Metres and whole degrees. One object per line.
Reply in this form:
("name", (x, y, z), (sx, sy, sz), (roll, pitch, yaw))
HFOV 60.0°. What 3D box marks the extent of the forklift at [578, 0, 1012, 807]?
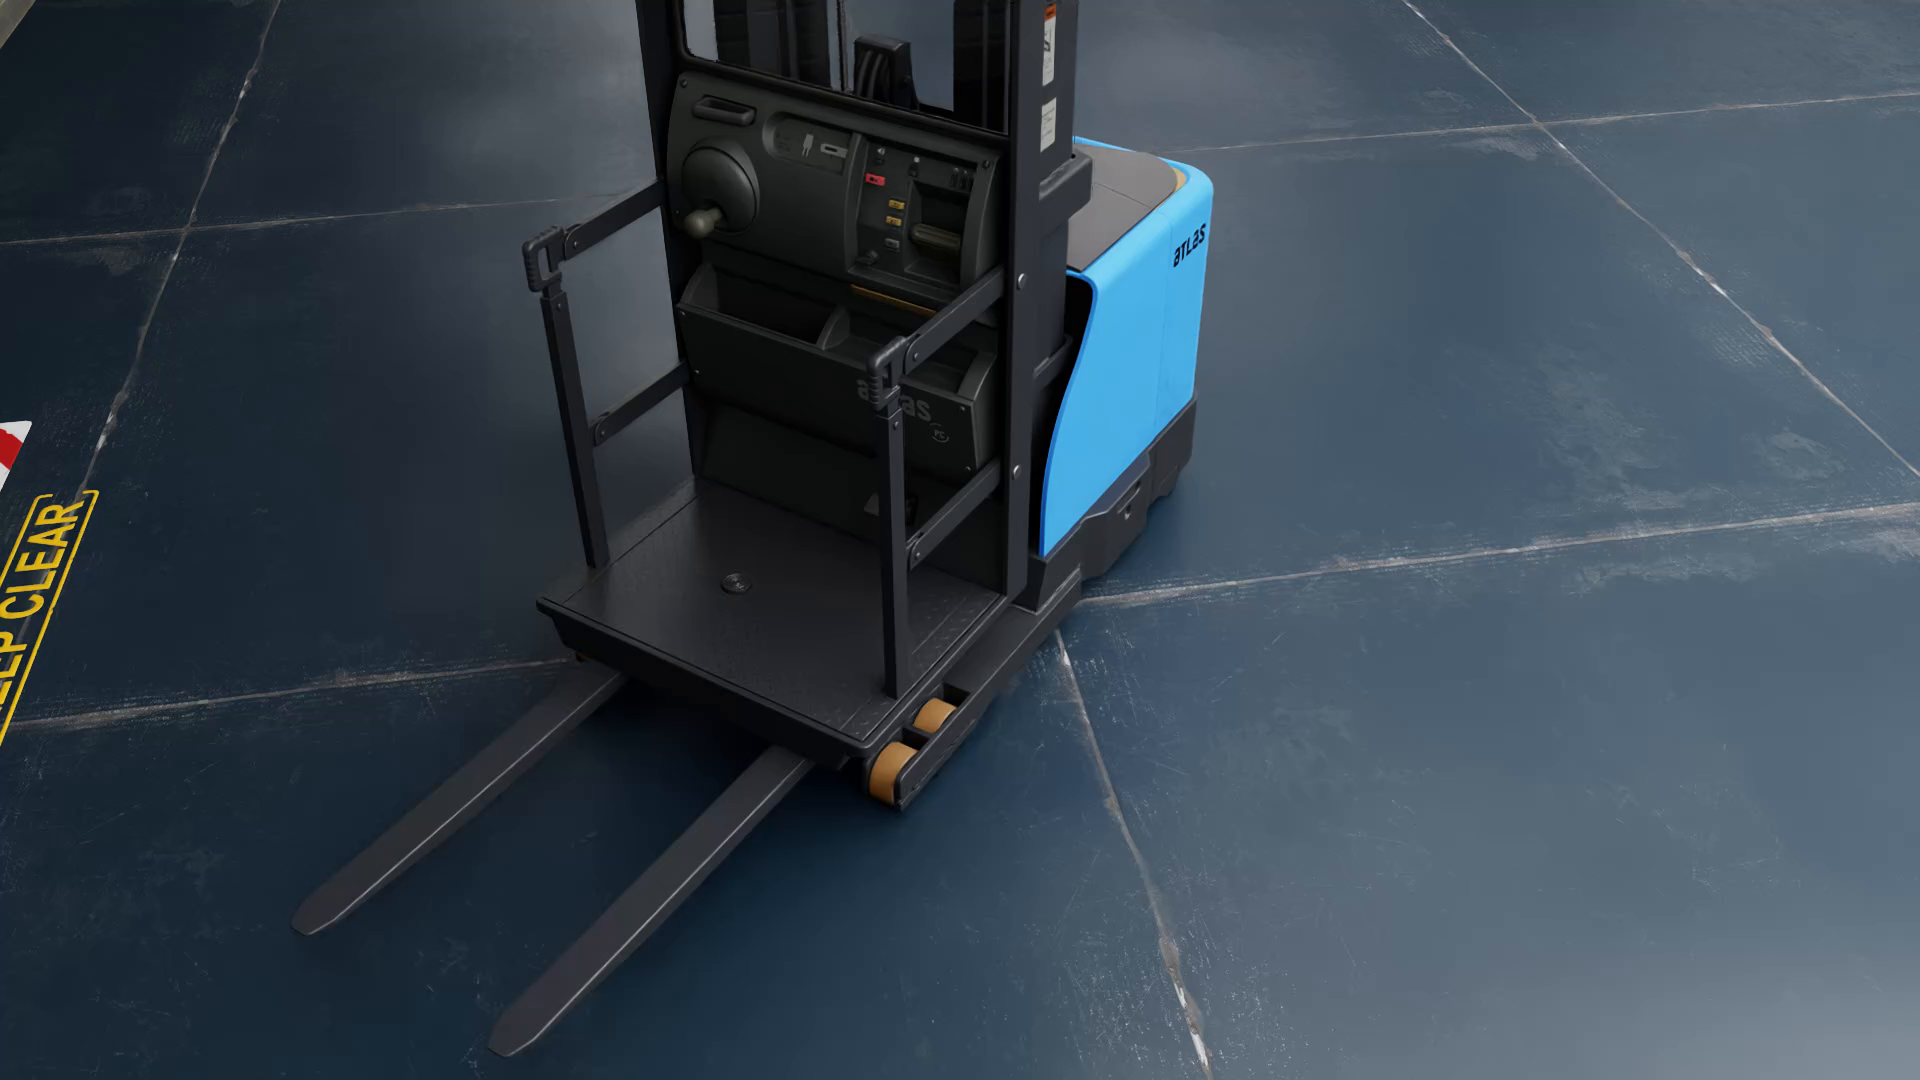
("forklift", (-0.442, -0.792, 3.880), (1.121, 2.935, 3.031), (21, 42, 25))
